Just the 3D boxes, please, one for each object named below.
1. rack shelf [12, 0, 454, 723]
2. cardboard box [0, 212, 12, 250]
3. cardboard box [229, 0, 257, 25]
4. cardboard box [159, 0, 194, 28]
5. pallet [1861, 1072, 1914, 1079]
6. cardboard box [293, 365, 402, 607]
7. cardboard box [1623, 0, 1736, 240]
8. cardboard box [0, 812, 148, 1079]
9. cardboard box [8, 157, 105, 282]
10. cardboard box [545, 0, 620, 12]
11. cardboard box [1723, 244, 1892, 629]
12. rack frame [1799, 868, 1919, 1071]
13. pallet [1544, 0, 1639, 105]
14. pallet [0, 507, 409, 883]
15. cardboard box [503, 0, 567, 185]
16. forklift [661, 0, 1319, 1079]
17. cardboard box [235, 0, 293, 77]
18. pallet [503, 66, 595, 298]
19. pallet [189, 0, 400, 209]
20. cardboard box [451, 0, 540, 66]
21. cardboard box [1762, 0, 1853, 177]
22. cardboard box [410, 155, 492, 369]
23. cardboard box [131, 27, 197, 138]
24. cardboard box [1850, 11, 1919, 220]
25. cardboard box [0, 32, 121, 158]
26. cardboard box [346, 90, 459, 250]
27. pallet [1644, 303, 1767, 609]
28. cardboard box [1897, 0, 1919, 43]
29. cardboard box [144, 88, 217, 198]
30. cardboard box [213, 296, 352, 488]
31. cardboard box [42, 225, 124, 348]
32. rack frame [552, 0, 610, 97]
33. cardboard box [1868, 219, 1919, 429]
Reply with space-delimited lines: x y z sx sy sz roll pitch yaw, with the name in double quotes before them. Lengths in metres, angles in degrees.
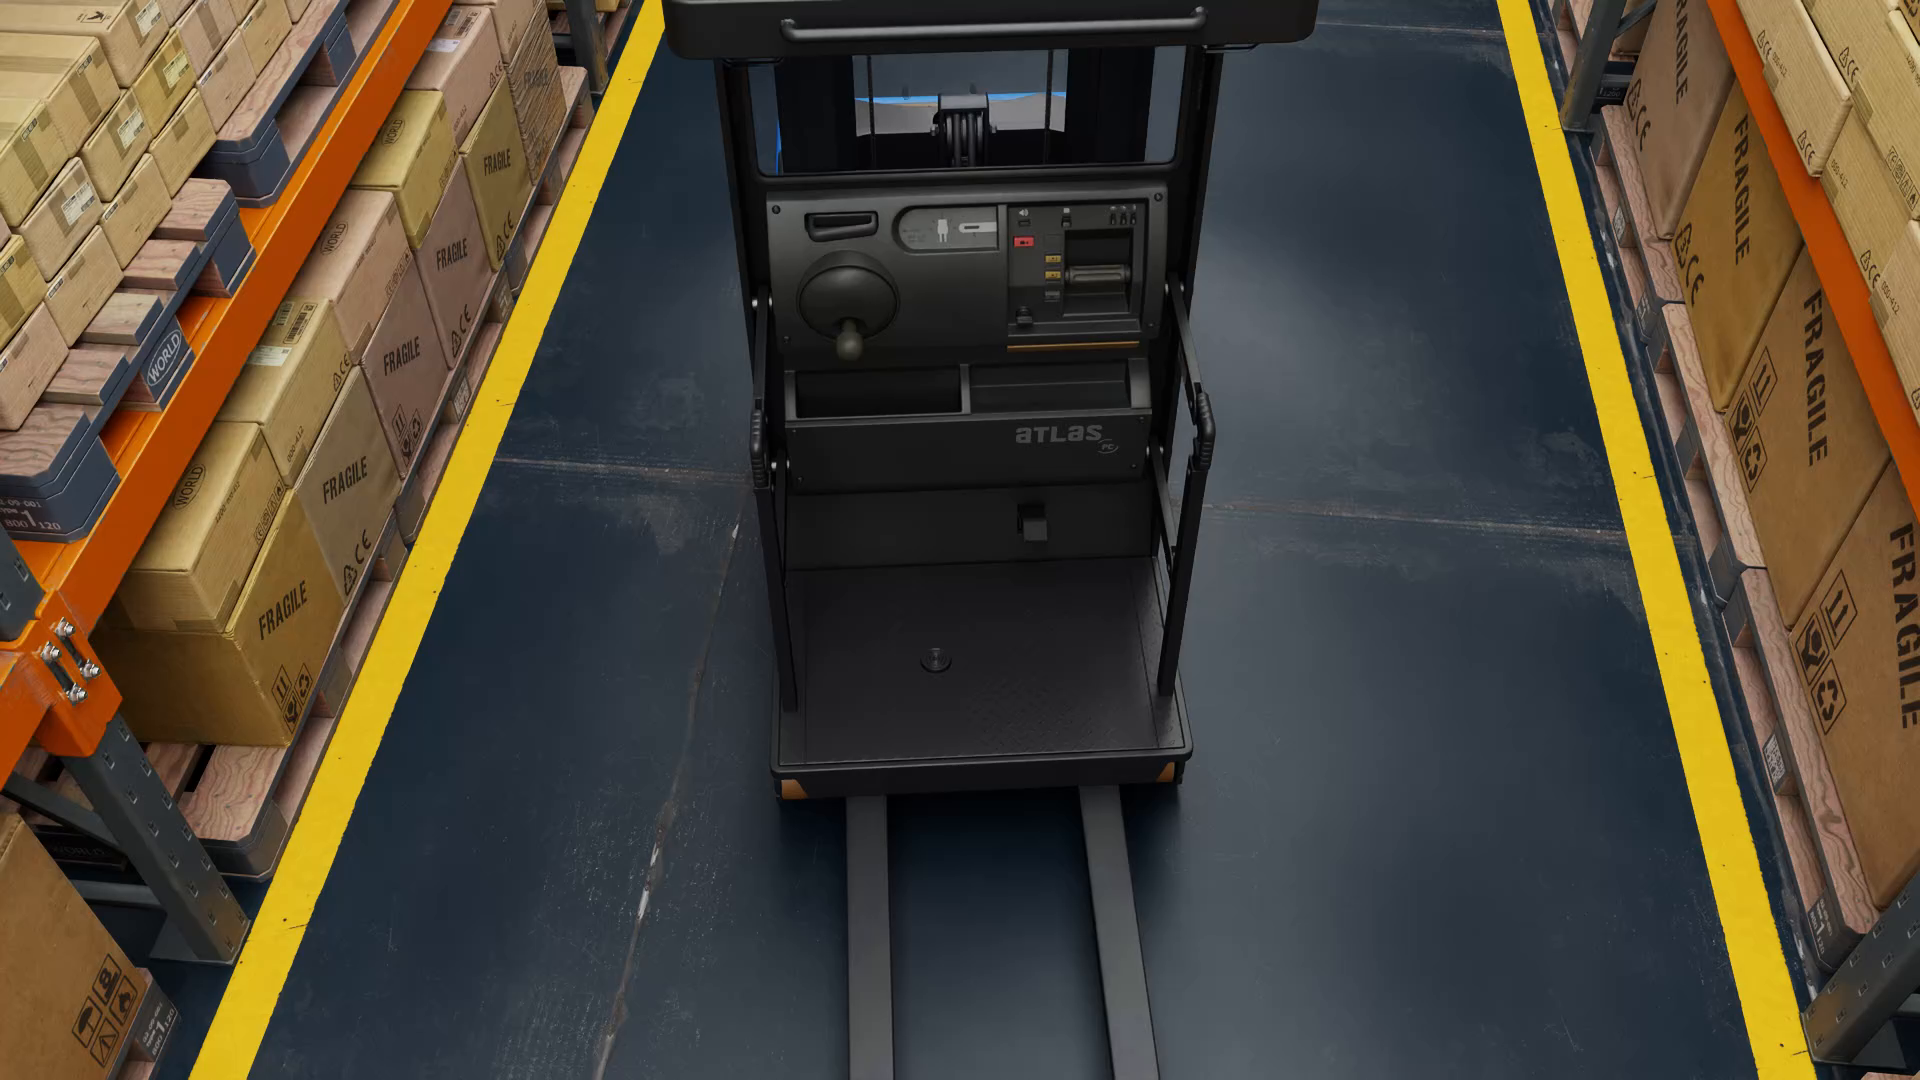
"rack shelf" -2.166 -1.227 4.827 1.077 0.370 4.000 4 48 4
"cardboard box" -2.113 -0.588 3.238 0.380 0.149 0.250 4 48 4
"cardboard box" -1.988 -1.446 4.224 0.380 0.149 0.250 3 48 3
"cardboard box" -2.017 -1.356 3.940 0.380 0.149 0.250 6 48 5
"pallet" 2.518 1.773 3.485 1.003 0.211 1.213 4 48 4
"cardboard box" -1.987 -0.171 4.783 0.500 0.500 0.500 4 48 4
"cardboard box" 2.978 -1.645 5.877 0.875 0.875 0.875 5 48 5
"cardboard box" -2.493 1.058 3.489 1.050 0.750 0.750 3 48 3
"cardboard box" -2.081 -0.699 3.541 0.380 0.149 0.250 6 48 5
"cardboard box" -1.630 -2.365 7.028 0.380 0.149 0.250 2 48 2
"cardboard box" 2.822 -0.324 4.669 0.875 0.875 0.875 4 48 4
"rack frame" 2.591 0.258 2.981 1.000 3.000 0.127 4 48 4
"pallet" 3.102 -2.294 7.205 1.003 0.211 1.213 4 48 4
"pallet" -2.275 0.366 4.772 1.003 0.211 1.213 4 48 4
"cardboard box" -1.800 -1.677 6.161 0.500 0.500 0.500 3 48 3
"forklift" 0.034 -0.530 3.749 1.130 2.935 3.031 -2 48 -2
"cardboard box" -1.987 -1.347 4.335 0.380 0.149 0.250 4 48 4
"pallet" -2.053 -1.427 6.412 1.003 0.211 1.213 4 48 4
"pallet" -2.208 -1.393 4.621 1.003 0.211 1.213 4 48 4
"cardboard box" -1.800 -1.927 5.881 0.500 0.250 0.500 3 48 2
"cardboard box" 2.489 -1.202 4.419 0.500 0.250 0.500 3 48 3
"cardboard box" -1.898 -0.924 5.471 0.500 0.500 0.500 3 48 3
"cardboard box" -2.038 -1.081 3.890 0.380 0.149 0.250 4 48 4
"cardboard box" 2.451 -0.988 3.883 0.500 0.250 0.500 3 48 3
"cardboard box" -2.064 -0.962 3.580 0.380 0.149 0.250 4 48 3
"cardboard box" -1.894 -1.161 5.180 0.500 0.250 0.500 2 48 2
"pallet" 2.851 -0.269 5.353 1.003 0.211 1.213 4 48 4
"cardboard box" 2.468 -1.253 3.618 0.500 0.500 0.500 4 48 4
"cardboard box" -2.034 -0.967 3.987 0.380 0.149 0.250 6 48 5
"cardboard box" -1.998 -0.415 4.498 0.500 0.250 0.500 3 48 3
"cardboard box" -2.082 -0.570 3.624 0.380 0.149 0.250 6 48 5
"rack frame" -1.983 -2.940 5.906 1.000 3.000 0.127 4 48 4
"cardboard box" 2.409 -0.457 3.737 0.500 0.250 0.500 5 48 4
